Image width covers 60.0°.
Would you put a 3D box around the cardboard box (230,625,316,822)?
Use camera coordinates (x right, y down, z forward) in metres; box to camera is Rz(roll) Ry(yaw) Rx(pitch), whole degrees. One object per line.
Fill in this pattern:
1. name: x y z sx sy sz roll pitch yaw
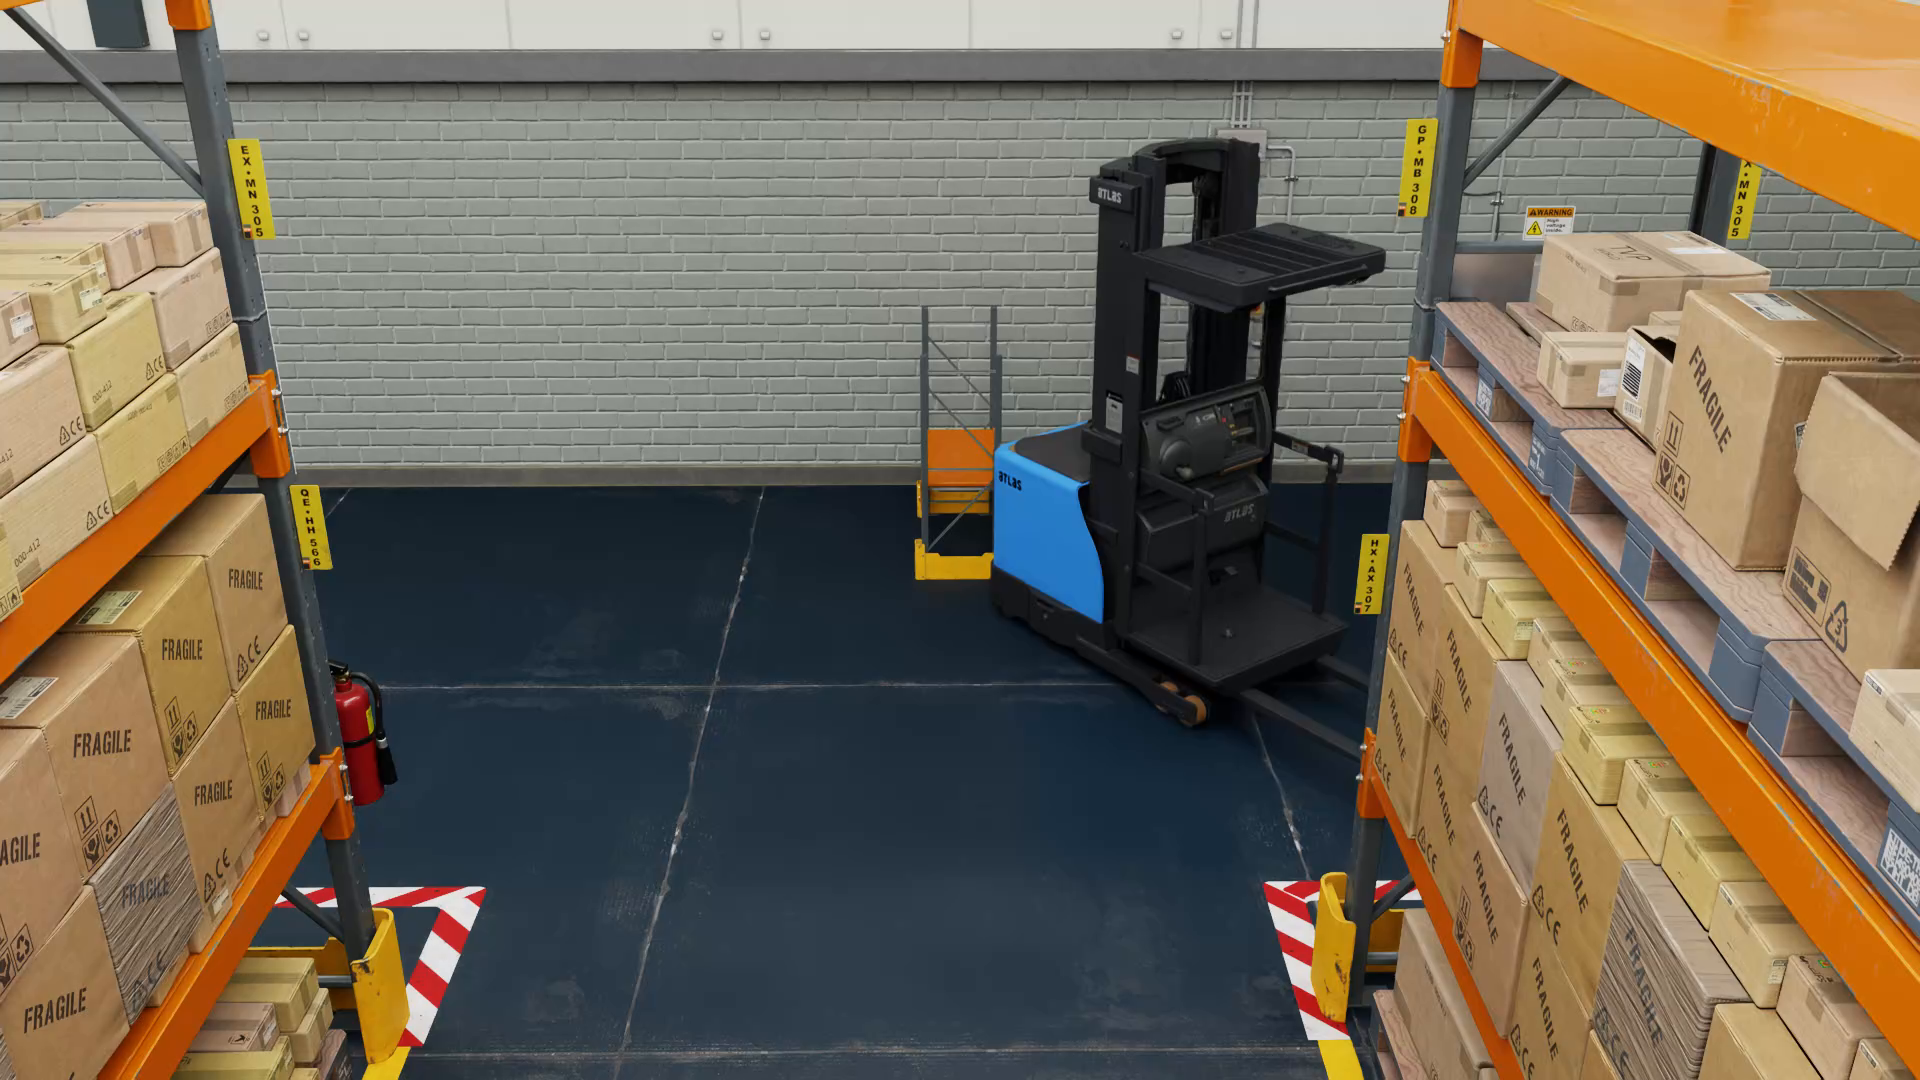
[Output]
1. cardboard box: -2.602 0.625 5.745 0.500 0.500 0.500 0 24 1

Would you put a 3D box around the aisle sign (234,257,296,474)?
1. aisle sign: -2.565 -0.593 5.767 0.394 0.787 0.004 0 24 -1

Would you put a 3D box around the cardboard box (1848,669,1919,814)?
1. cardboard box: 1.799 0.347 2.877 0.380 0.149 0.250 0 24 1

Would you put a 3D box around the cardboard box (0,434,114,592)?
1. cardboard box: -2.589 -0.075 4.318 0.500 0.250 0.500 1 24 2

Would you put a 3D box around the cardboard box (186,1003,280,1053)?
1. cardboard box: -2.659 1.780 5.903 0.380 0.149 0.250 0 24 0

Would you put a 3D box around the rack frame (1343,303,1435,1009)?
1. rack frame: 2.085 0.559 6.375 1.000 3.000 0.127 0 24 -1

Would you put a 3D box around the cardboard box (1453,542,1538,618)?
1. cardboard box: 1.774 0.125 5.212 0.380 0.149 0.250 0 24 1

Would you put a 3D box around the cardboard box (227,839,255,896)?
1. cardboard box: -2.595 1.076 5.536 0.380 0.149 0.250 0 24 -1

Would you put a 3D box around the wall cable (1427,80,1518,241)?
1. wall cable: 3.418 -2.239 11.327 0.588 1.984 0.122 0 24 -1

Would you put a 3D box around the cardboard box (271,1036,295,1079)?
1. cardboard box: -2.624 1.919 5.956 0.380 0.149 0.250 -1 24 -2

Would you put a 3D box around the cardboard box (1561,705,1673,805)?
1. cardboard box: 1.787 0.549 4.275 0.380 0.149 0.250 -1 24 -2

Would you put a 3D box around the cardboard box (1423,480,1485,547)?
1. cardboard box: 1.812 -0.091 5.688 0.380 0.149 0.250 0 24 1

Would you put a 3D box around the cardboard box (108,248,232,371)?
1. cardboard box: -2.604 -0.715 5.126 0.500 0.250 0.500 -1 24 -2

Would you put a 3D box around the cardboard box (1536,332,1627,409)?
1. cardboard box: 1.867 -0.481 4.708 0.380 0.149 0.250 1 24 1

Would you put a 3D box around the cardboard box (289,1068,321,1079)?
1. cardboard box: -2.545 2.052 6.024 0.380 0.149 0.250 0 24 1

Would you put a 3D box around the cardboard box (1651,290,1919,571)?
1. cardboard box: 1.957 -0.259 3.791 0.500 0.500 0.500 0 24 0

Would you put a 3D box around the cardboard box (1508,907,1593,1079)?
1. cardboard box: 1.846 1.336 4.534 0.500 0.500 0.500 1 24 1

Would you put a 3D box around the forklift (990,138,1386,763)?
1. forklift: 1.482 -0.555 8.919 1.130 2.935 3.031 -17 30 -34

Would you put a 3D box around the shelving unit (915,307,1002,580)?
1. shelving unit: 0.001 -0.652 10.871 0.587 1.500 1.083 0 24 -1

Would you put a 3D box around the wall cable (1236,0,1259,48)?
1. wall cable: 1.741 -4.517 10.318 0.463 3.000 0.029 0 24 -1

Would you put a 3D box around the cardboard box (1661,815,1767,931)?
1. cardboard box: 1.856 0.758 3.813 0.380 0.149 0.250 -1 24 -2

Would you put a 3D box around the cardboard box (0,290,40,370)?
1. cardboard box: -2.604 -0.529 4.231 0.380 0.149 0.250 -1 24 -2

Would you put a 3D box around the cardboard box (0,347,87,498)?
1. cardboard box: -2.595 -0.293 4.194 0.500 0.250 0.500 0 24 0

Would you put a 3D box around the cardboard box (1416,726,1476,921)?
1. cardboard box: 1.836 0.920 5.453 0.500 0.500 0.500 -1 24 -1

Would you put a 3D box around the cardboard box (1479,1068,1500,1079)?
1. cardboard box: 2.210 2.183 5.382 0.875 0.438 0.875 0 24 1

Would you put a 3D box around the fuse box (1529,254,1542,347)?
1. fuse box: 4.102 -1.127 11.665 0.539 1.711 0.414 0 24 -1

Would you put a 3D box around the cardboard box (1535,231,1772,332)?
1. cardboard box: 2.180 -0.792 5.271 0.500 0.250 0.500 -2 24 -5

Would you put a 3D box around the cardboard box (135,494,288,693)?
1. cardboard box: -2.610 0.173 5.531 0.500 0.500 0.500 -1 24 -2

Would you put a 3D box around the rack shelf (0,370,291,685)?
1. rack shelf: -2.842 0.408 3.941 1.077 0.370 4.000 0 24 -1

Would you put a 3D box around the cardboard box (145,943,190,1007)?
1. cardboard box: -2.595 1.290 5.063 0.380 0.149 0.250 -1 24 -3

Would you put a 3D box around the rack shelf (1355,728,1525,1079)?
1. rack shelf: 2.107 1.711 4.701 1.077 0.370 4.000 0 24 -1

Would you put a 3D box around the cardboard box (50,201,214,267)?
1. cardboard box: -2.566 -0.950 5.161 0.380 0.149 0.250 0 24 -1

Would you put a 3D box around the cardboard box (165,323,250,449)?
1. cardboard box: -2.594 -0.490 5.235 0.500 0.250 0.500 -1 24 -2

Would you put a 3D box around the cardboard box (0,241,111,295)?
1. cardboard box: -2.658 -0.742 4.702 0.380 0.149 0.250 -1 24 -2

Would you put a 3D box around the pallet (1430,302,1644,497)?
1. pallet: 2.103 -0.462 5.099 1.003 0.211 1.213 0 24 -1

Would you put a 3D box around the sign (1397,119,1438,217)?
1. sign: 1.530 -1.242 5.560 0.100 0.325 0.005 0 24 -1

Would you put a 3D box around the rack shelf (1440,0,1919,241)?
1. rack shelf: 2.107 -0.841 3.547 1.077 0.370 4.000 0 24 -1

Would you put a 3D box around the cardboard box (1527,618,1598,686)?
1. cardboard box: 1.851 0.341 4.734 0.380 0.149 0.250 0 24 0

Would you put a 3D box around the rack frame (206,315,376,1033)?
1. rack frame: -2.864 0.623 6.234 1.000 3.000 0.127 0 24 -1

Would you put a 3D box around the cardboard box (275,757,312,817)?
1. cardboard box: -2.578 0.870 5.991 0.380 0.149 0.250 0 24 0

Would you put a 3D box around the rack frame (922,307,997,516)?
1. rack frame: -0.005 -0.858 11.326 0.500 1.500 0.032 0 24 -1

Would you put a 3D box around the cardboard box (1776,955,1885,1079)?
1. cardboard box: 1.899 0.969 3.347 0.380 0.149 0.250 0 24 -1

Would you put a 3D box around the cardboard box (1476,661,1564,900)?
1. cardboard box: 1.831 0.682 4.768 0.500 0.500 0.500 0 24 -1

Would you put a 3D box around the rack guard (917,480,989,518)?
1. rack guard: -0.005 -0.288 11.583 0.587 0.250 0.087 0 24 -1

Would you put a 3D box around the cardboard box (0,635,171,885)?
1. cardboard box: -2.590 0.596 4.596 0.500 0.500 0.500 1 24 2

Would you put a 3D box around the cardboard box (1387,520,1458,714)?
1. cardboard box: 1.805 0.257 5.708 0.500 0.500 0.500 -1 24 -2

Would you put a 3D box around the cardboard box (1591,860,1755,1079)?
1. cardboard box: 1.835 1.094 3.857 0.500 0.500 0.500 0 24 0

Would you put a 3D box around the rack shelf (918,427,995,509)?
1. rack shelf: 0.001 -0.484 10.937 0.538 0.185 1.000 0 24 -1

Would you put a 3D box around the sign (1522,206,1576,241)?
1. sign: 4.044 -2.175 11.418 0.339 0.242 0.001 0 24 -1

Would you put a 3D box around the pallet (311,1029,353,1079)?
1. pallet: -2.890 2.259 5.998 1.003 0.211 1.213 0 24 -1

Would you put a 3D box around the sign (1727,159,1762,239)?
1. sign: 2.628 -1.172 5.583 0.100 0.325 0.005 0 24 -1

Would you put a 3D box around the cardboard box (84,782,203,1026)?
1. cardboard box: -2.586 1.047 4.814 0.500 0.500 0.500 0 24 0

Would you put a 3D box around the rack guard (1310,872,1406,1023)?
1. rack guard: 2.085 1.688 6.912 1.175 0.500 0.348 0 24 -1
